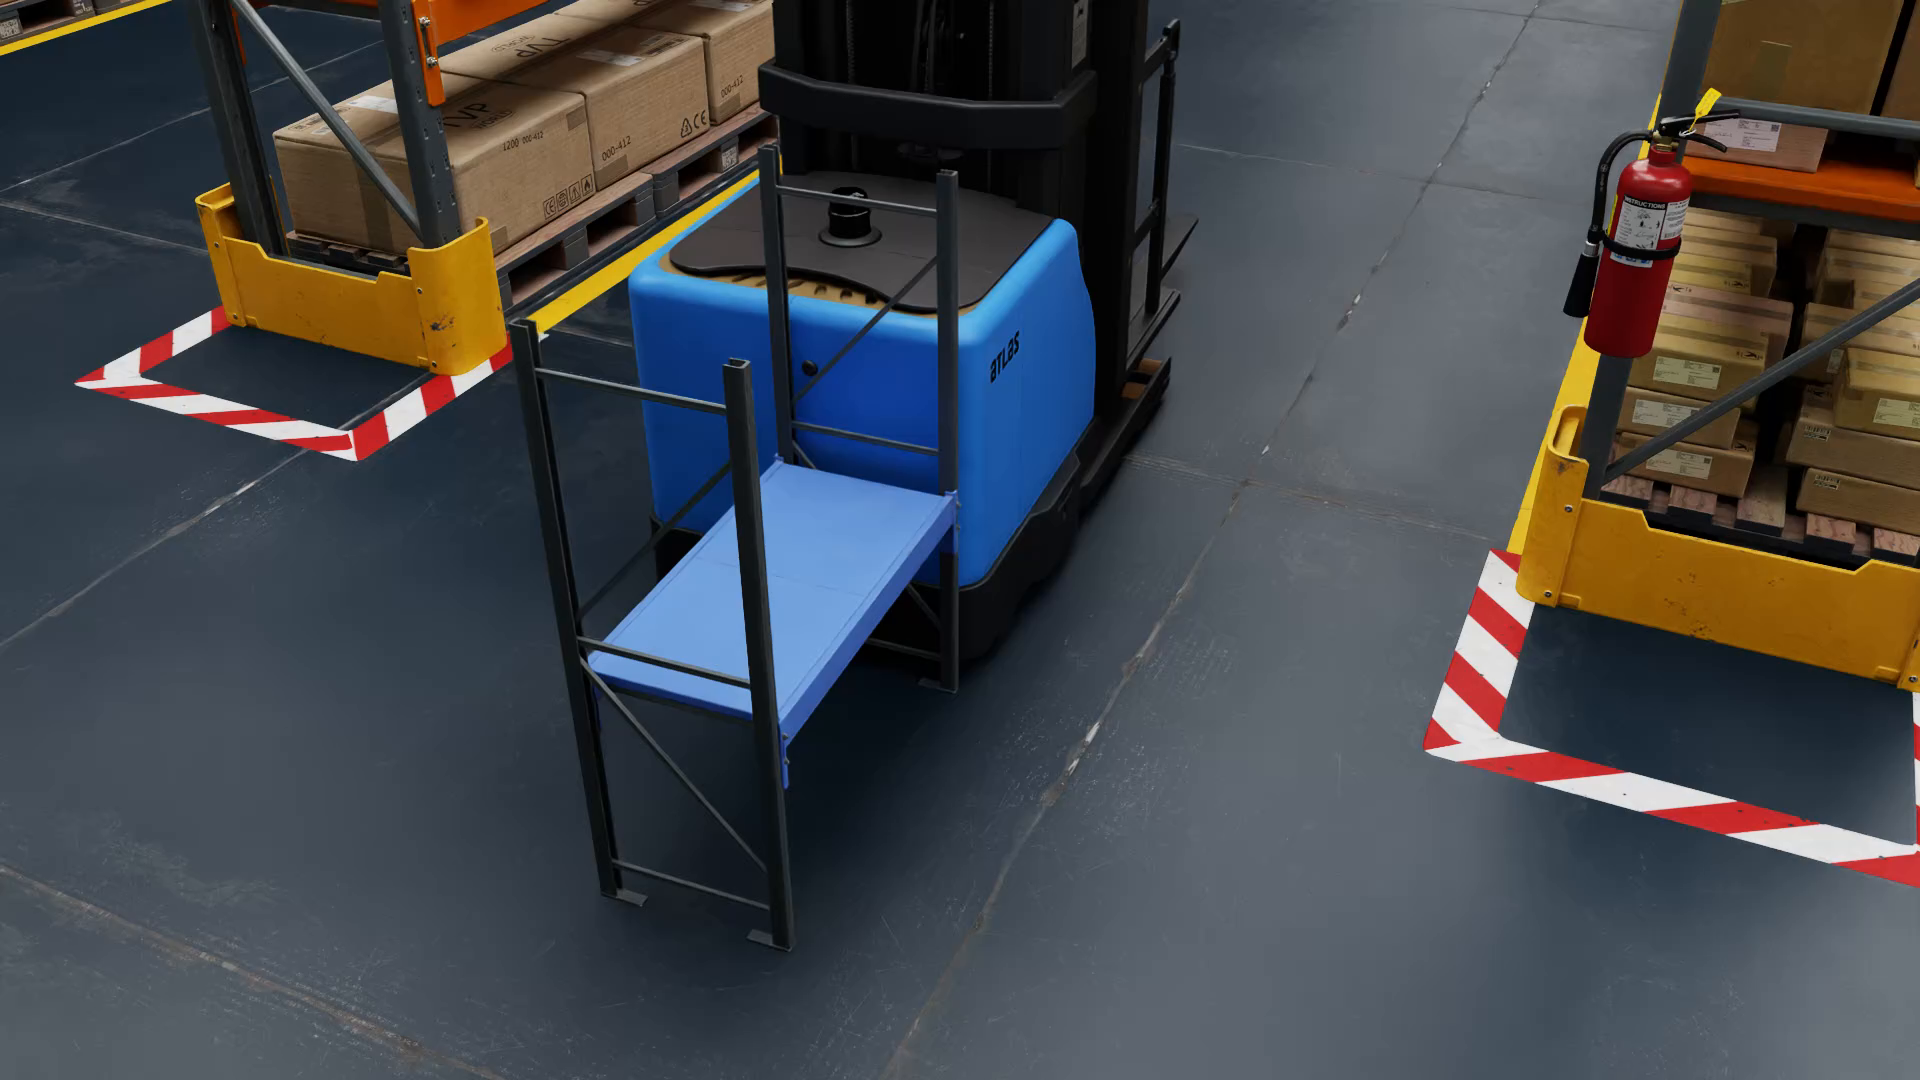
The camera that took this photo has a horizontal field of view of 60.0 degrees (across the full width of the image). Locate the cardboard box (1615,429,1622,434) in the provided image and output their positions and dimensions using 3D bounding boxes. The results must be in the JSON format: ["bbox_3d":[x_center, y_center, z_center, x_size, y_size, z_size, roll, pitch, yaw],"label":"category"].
[{"bbox_3d":[2.274,-0.441,5.404,0.380,0.149,0.250,15,36,22],"label":"cardboard box"}]

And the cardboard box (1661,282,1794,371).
[{"bbox_3d":[2.376,-0.662,5.199,0.380,0.149,0.250,15,36,21],"label":"cardboard box"}]

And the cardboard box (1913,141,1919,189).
[{"bbox_3d":[2.661,-0.978,4.234,0.380,0.149,0.250,14,36,20],"label":"cardboard box"}]

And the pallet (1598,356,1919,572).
[{"bbox_3d":[2.631,-0.265,5.461,1.003,0.211,1.213,14,36,20],"label":"pallet"}]

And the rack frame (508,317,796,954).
[{"bbox_3d":[-0.616,0.261,3.484,0.500,1.500,0.032,12,35,18],"label":"rack frame"}]

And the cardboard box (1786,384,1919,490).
[{"bbox_3d":[2.680,-0.306,4.927,0.380,0.149,0.250,16,36,22],"label":"cardboard box"}]

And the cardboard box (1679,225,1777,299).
[{"bbox_3d":[2.535,-0.935,5.615,0.380,0.149,0.250,13,35,19],"label":"cardboard box"}]

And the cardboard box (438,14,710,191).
[{"bbox_3d":[-1.750,-1.995,7.511,0.875,0.438,0.875,15,36,22],"label":"cardboard box"}]

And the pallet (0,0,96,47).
[{"bbox_3d":[-5.945,-3.093,9.775,1.003,0.211,1.213,14,36,20],"label":"pallet"}]

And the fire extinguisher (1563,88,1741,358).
[{"bbox_3d":[1.703,-0.789,4.128,0.296,0.674,0.183,14,36,20],"label":"fire extinguisher"}]

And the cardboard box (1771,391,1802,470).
[{"bbox_3d":[2.772,-0.317,5.214,0.380,0.149,0.250,14,36,20],"label":"cardboard box"}]

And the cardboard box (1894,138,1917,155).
[{"bbox_3d":[2.730,-1.114,4.442,0.380,0.149,0.250,15,36,22],"label":"cardboard box"}]

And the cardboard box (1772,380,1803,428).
[{"bbox_3d":[2.870,-0.442,5.405,0.380,0.149,0.250,15,36,21],"label":"cardboard box"}]

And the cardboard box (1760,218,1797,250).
[{"bbox_3d":[2.808,-1.187,6.000,0.380,0.149,0.250,13,35,19],"label":"cardboard box"}]

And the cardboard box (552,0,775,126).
[{"bbox_3d":[-1.372,-2.444,8.195,0.875,0.438,0.875,13,35,19],"label":"cardboard box"}]

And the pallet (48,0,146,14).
[{"bbox_3d":[-5.436,-3.703,10.705,1.003,0.211,1.213,14,36,20],"label":"pallet"}]

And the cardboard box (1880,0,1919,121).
[{"bbox_3d":[2.666,-1.323,4.169,0.500,0.500,0.500,16,36,23],"label":"cardboard box"}]

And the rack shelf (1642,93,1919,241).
[{"bbox_3d":[3.064,-1.692,5.750,1.077,0.370,4.000,14,36,20],"label":"rack shelf"}]

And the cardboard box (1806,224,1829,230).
[{"bbox_3d":[3.306,-1.219,6.048,0.380,0.149,0.250,14,36,21],"label":"cardboard box"}]

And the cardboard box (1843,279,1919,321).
[{"bbox_3d":[2.983,-0.673,5.215,0.380,0.149,0.250,14,36,20],"label":"cardboard box"}]

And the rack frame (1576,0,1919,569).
[{"bbox_3d":[2.227,-0.996,4.034,1.000,3.000,0.127,14,36,20],"label":"rack frame"}]

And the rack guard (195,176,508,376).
[{"bbox_3d":[-2.321,-1.024,6.356,1.175,0.500,0.348,14,36,20],"label":"rack guard"}]

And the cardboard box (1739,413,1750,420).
[{"bbox_3d":[2.463,-0.553,5.575,0.380,0.149,0.250,14,36,20],"label":"cardboard box"}]

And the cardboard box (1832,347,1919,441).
[{"bbox_3d":[2.755,-0.412,4.817,0.380,0.149,0.250,13,35,18],"label":"cardboard box"}]

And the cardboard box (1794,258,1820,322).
[{"bbox_3d":[3.098,-0.829,5.724,0.380,0.149,0.250,12,35,18],"label":"cardboard box"}]

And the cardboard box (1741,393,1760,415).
[{"bbox_3d":[2.347,-0.550,5.300,0.380,0.149,0.250,13,36,19],"label":"cardboard box"}]

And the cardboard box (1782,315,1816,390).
[{"bbox_3d":[2.868,-0.572,5.332,0.380,0.149,0.250,15,36,21],"label":"cardboard box"}]

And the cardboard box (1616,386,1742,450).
[{"bbox_3d":[2.189,-0.433,5.120,0.380,0.149,0.250,13,36,19],"label":"cardboard box"}]

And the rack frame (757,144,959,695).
[{"bbox_3d":[-0.242,-0.257,4.274,0.500,1.500,0.032,12,35,18],"label":"rack frame"}]

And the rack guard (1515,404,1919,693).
[{"bbox_3d":[2.259,0.011,4.777,1.175,0.500,0.348,14,36,20],"label":"rack guard"}]

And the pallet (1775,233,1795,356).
[{"bbox_3d":[3.143,-0.870,6.384,1.003,0.211,1.213,14,36,20],"label":"pallet"}]

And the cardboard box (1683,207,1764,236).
[{"bbox_3d":[2.597,-1.082,5.838,0.380,0.149,0.250,16,36,22],"label":"cardboard box"}]

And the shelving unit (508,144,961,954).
[{"bbox_3d":[-0.429,0.002,3.879,0.538,1.500,1.048,12,35,18],"label":"shelving unit"}]

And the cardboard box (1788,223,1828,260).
[{"bbox_3d":[3.296,-1.106,6.146,0.380,0.149,0.250,16,36,23],"label":"cardboard box"}]

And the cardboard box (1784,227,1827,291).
[{"bbox_3d":[3.174,-0.973,5.945,0.380,0.149,0.250,16,37,23],"label":"cardboard box"}]

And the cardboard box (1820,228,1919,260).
[{"bbox_3d":[3.136,-0.951,5.639,0.380,0.149,0.250,16,36,22],"label":"cardboard box"}]

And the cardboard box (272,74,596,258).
[{"bbox_3d":[-2.126,-1.538,6.813,0.875,0.438,0.875,13,35,19],"label":"cardboard box"}]

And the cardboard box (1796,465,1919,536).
[{"bbox_3d":[2.737,-0.167,4.987,0.380,0.149,0.250,15,36,21],"label":"cardboard box"}]

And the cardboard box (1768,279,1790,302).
[{"bbox_3d":[2.611,-0.802,5.683,0.380,0.149,0.250,14,36,20],"label":"cardboard box"}]

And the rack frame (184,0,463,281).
[{"bbox_3d":[-2.311,-2.082,5.689,1.000,3.000,0.127,14,36,20],"label":"rack frame"}]

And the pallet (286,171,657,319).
[{"bbox_3d":[-2.047,-1.332,7.089,1.003,0.211,1.213,14,36,20],"label":"pallet"}]

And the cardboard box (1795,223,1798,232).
[{"bbox_3d":[3.589,-1.339,6.773,0.380,0.149,0.250,13,36,19],"label":"cardboard box"}]

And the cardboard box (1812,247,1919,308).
[{"bbox_3d":[3.012,-0.815,5.432,0.380,0.149,0.250,12,35,18],"label":"cardboard box"}]

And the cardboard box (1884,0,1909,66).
[{"bbox_3d":[2.867,-1.595,4.585,0.500,0.500,0.500,14,36,21],"label":"cardboard box"}]

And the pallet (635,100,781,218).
[{"bbox_3d":[-1.536,-1.937,8.012,1.003,0.211,1.213,14,36,20],"label":"pallet"}]

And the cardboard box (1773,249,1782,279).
[{"bbox_3d":[2.910,-1.061,6.349,0.380,0.149,0.250,15,36,22],"label":"cardboard box"}]

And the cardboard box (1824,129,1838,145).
[{"bbox_3d":[2.245,-1.234,4.625,0.380,0.149,0.250,14,36,20],"label":"cardboard box"}]

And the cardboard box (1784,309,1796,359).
[{"bbox_3d":[3.097,-0.693,5.788,0.380,0.149,0.250,14,36,21],"label":"cardboard box"}]

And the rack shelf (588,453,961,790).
[{"bbox_3d":[-0.429,0.153,3.977,0.538,0.185,1.000,12,35,18],"label":"rack shelf"}]

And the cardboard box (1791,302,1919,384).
[{"bbox_3d":[2.761,-0.577,5.068,0.380,0.149,0.250,15,36,21],"label":"cardboard box"}]

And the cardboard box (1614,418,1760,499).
[{"bbox_3d":[2.258,-0.290,5.173,0.380,0.149,0.250,15,36,21],"label":"cardboard box"}]

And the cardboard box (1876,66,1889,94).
[{"bbox_3d":[2.875,-1.396,4.873,0.380,0.149,0.250,16,36,23],"label":"cardboard box"}]

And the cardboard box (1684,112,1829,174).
[{"bbox_3d":[2.107,-1.119,4.450,0.380,0.149,0.250,14,36,21],"label":"cardboard box"}]

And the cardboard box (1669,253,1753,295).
[{"bbox_3d":[2.369,-0.821,5.440,0.380,0.149,0.250,13,36,19],"label":"cardboard box"}]

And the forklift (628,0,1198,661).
[{"bbox_3d":[0.115,-1.689,5.153,1.130,2.935,3.031,12,35,18],"label":"forklift"}]

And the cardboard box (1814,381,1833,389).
[{"bbox_3d":[2.846,-0.430,5.116,0.380,0.149,0.250,14,36,20],"label":"cardboard box"}]

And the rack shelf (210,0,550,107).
[{"bbox_3d":[-1.474,-2.777,7.406,1.077,0.370,4.000,14,36,20],"label":"rack shelf"}]

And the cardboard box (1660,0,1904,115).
[{"bbox_3d":[2.182,-1.446,4.357,0.500,0.500,0.500,15,36,21],"label":"cardboard box"}]

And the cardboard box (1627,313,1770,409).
[{"bbox_3d":[2.219,-0.550,5.028,0.380,0.149,0.250,15,36,21],"label":"cardboard box"}]
